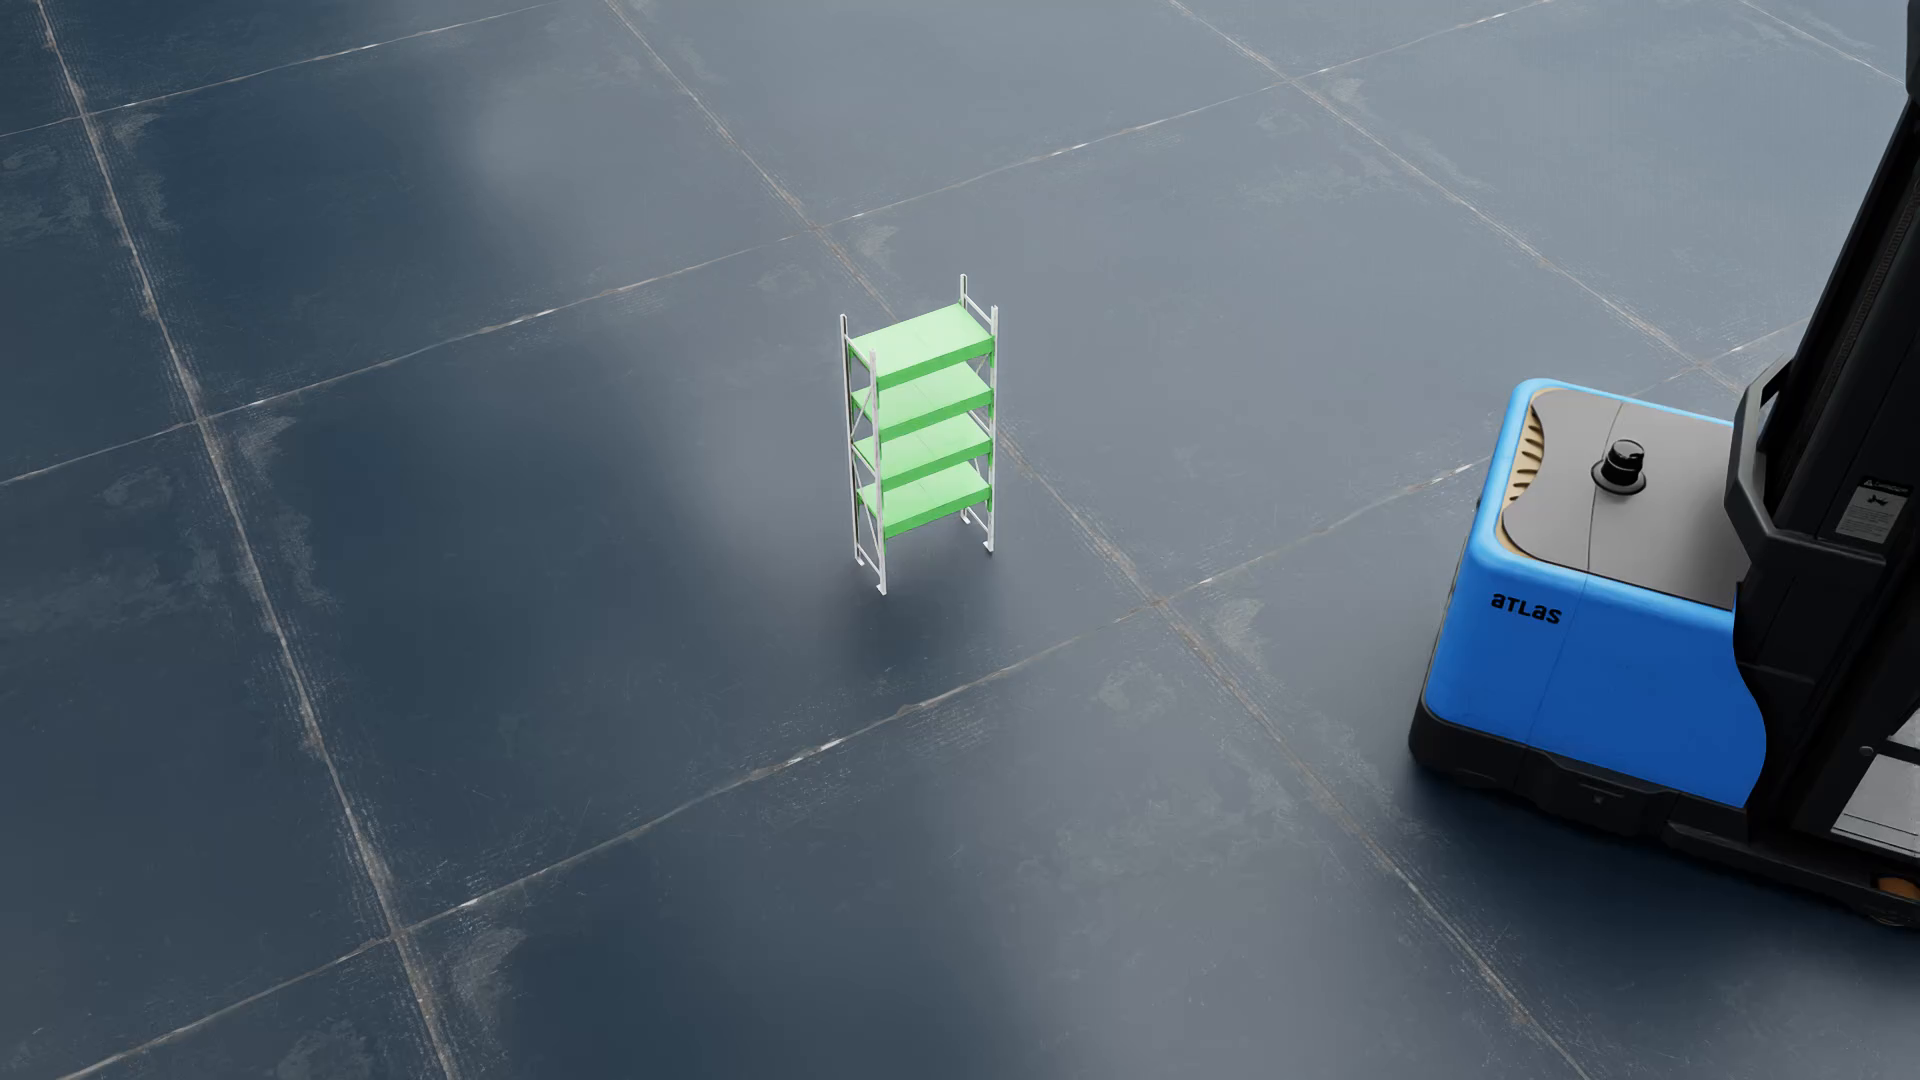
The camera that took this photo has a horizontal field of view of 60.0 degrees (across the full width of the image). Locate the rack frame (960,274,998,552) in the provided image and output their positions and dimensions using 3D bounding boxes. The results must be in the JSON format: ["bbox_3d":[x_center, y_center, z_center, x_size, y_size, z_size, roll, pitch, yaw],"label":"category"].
[{"bbox_3d":[0.068,-0.458,6.360,0.015,1.200,0.240,-22,48,-21],"label":"rack frame"}]

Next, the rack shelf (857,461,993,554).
[{"bbox_3d":[-0.144,-0.155,6.485,0.480,0.148,0.258,-22,48,-21],"label":"rack shelf"}]

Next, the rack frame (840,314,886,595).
[{"bbox_3d":[-0.355,-0.288,6.186,0.015,1.200,0.240,-22,48,-21],"label":"rack frame"}]

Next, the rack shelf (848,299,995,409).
[{"bbox_3d":[-0.144,-0.672,5.983,0.480,0.148,0.258,-22,48,-21],"label":"rack shelf"}]

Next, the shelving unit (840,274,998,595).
[{"bbox_3d":[-0.144,-0.373,6.273,0.503,1.200,0.258,-22,48,-21],"label":"shelving unit"}]

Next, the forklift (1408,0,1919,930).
[{"bbox_3d":[3.156,-0.161,4.812,3.031,2.935,1.130,16,46,16],"label":"forklift"}]

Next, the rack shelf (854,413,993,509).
[{"bbox_3d":[-0.144,-0.327,6.317,0.480,0.148,0.258,-22,48,-21],"label":"rack shelf"}]

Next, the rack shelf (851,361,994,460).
[{"bbox_3d":[-0.144,-0.500,6.150,0.480,0.148,0.258,-22,48,-21],"label":"rack shelf"}]
